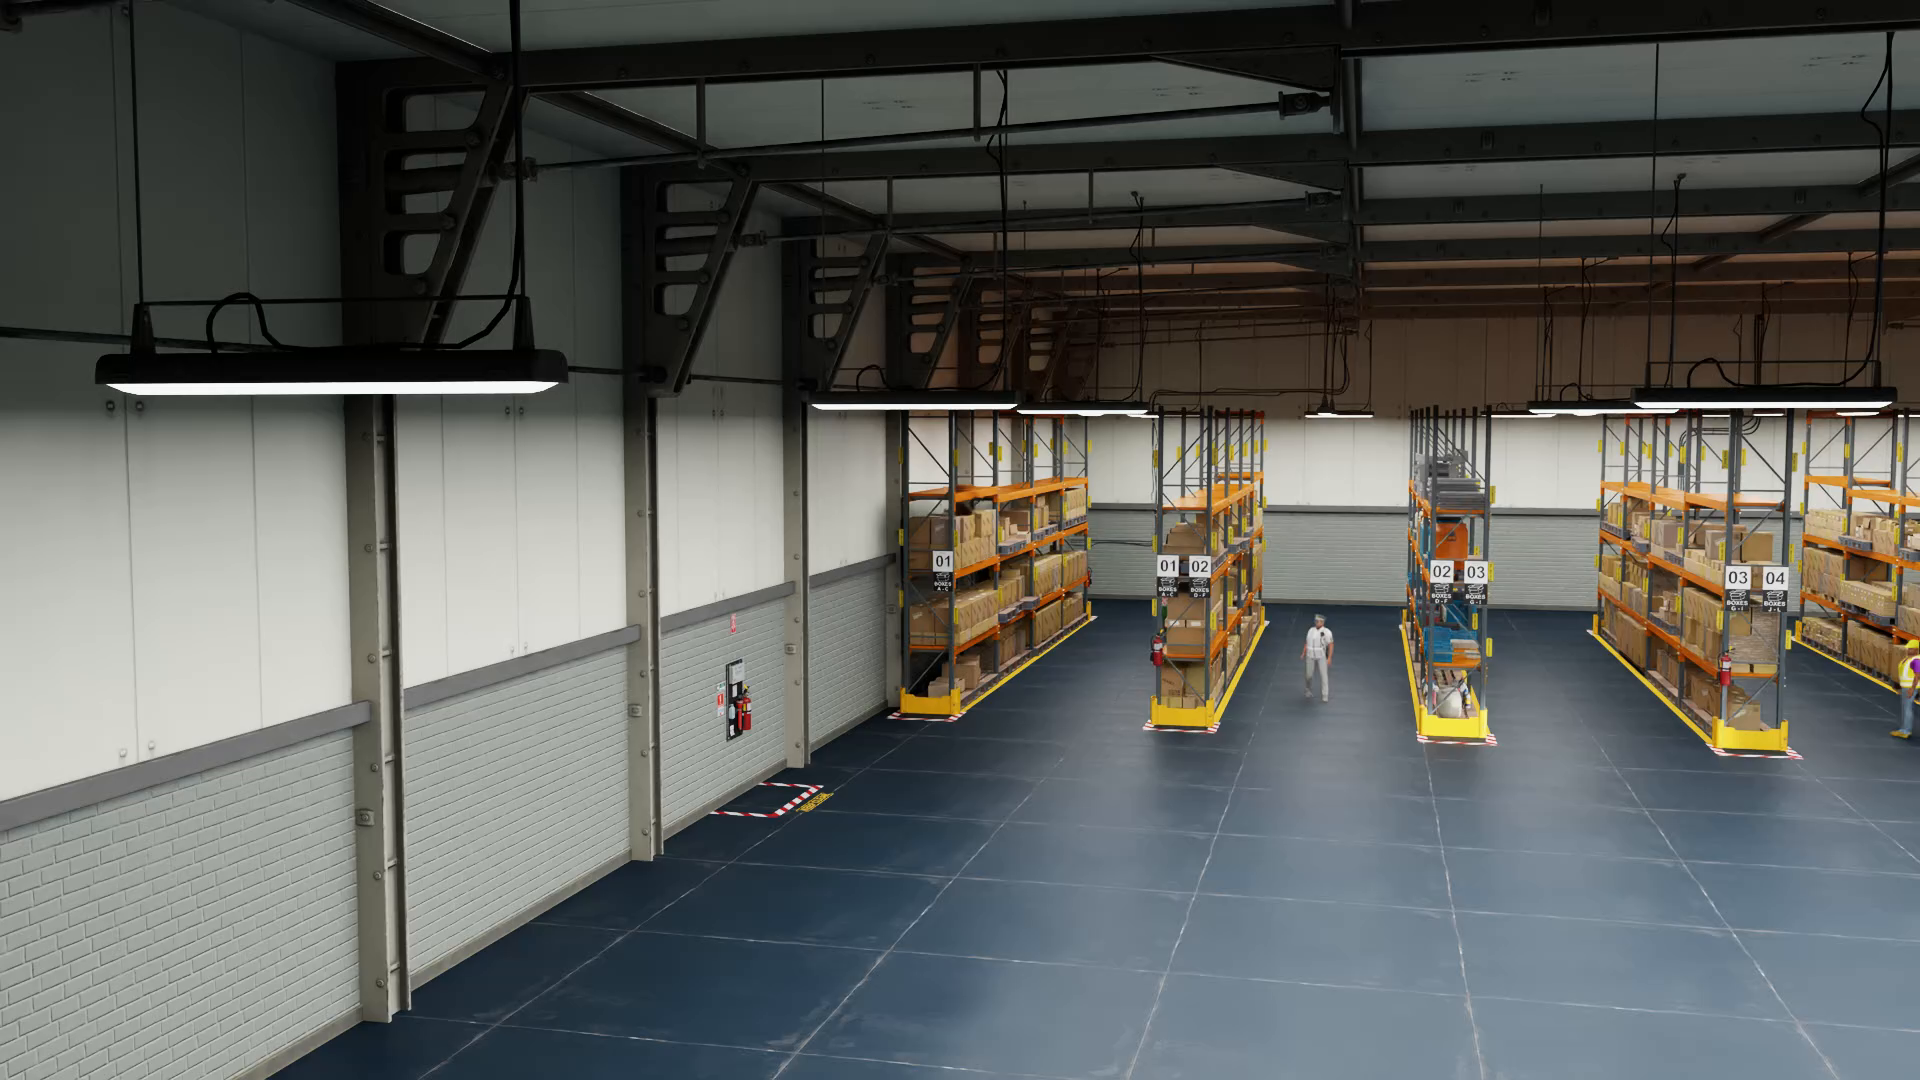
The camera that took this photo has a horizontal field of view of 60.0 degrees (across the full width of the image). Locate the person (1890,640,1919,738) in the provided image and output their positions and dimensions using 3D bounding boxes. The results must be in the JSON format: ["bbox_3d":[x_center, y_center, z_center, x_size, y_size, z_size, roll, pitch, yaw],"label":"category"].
[{"bbox_3d":[17.143,2.685,30.091,0.497,1.762,0.637,2,4,24],"label":"person"}]

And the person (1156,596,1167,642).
[{"bbox_3d":[5.370,1.729,43.266,0.613,1.749,0.994,1,4,14],"label":"person"}]

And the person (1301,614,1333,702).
[{"bbox_3d":[7.358,2.402,34.239,0.635,1.752,0.697,1,4,18],"label":"person"}]
